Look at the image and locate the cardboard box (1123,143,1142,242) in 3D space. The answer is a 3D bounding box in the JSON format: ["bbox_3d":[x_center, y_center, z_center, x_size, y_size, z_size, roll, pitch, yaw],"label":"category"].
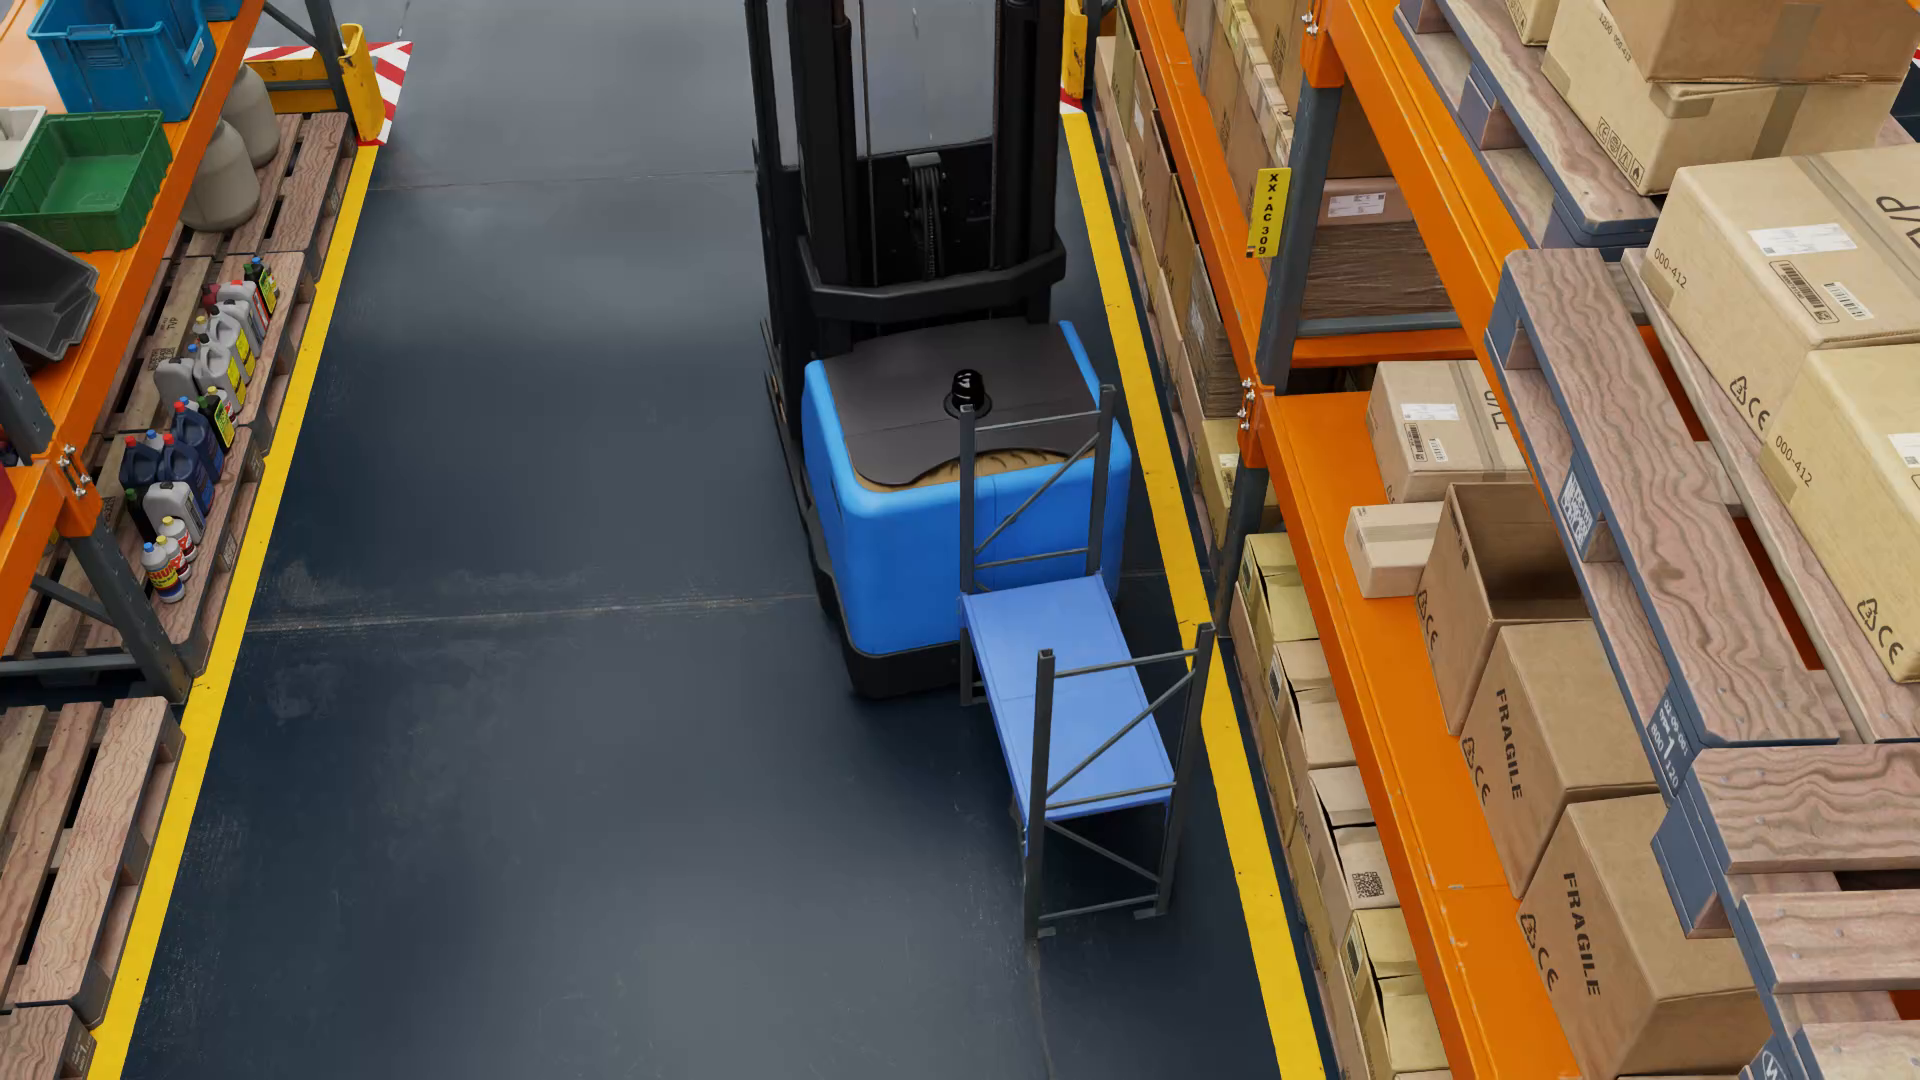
[{"bbox_3d":[1.077,-1.683,8.019,0.500,0.250,0.500,-3,47,-3],"label":"cardboard box"}]

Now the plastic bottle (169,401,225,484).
[{"bbox_3d":[-3.105,-0.403,6.723,0.144,0.351,0.185,-5,47,-5],"label":"plastic bottle"}]

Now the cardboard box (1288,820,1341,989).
[{"bbox_3d":[1.376,1.138,5.348,0.500,0.250,0.500,-5,47,-5],"label":"cardboard box"}]

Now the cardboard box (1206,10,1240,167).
[{"bbox_3d":[1.369,-1.814,6.470,0.700,0.500,0.500,-3,47,-3],"label":"cardboard box"}]

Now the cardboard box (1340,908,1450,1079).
[{"bbox_3d":[1.418,1.320,4.789,0.500,0.311,0.500,-2,47,-2],"label":"cardboard box"}]

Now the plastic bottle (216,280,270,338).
[{"bbox_3d":[-3.185,-1.039,7.378,0.152,0.276,0.135,-3,47,-3],"label":"plastic bottle"}]

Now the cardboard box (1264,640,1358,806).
[{"bbox_3d":[1.324,0.570,5.499,0.500,0.311,0.500,-4,47,-4],"label":"cardboard box"}]

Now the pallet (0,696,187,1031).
[{"bbox_3d":[-3.331,1.108,5.691,1.003,0.211,1.213,-3,47,-3],"label":"pallet"}]

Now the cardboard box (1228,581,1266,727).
[{"bbox_3d":[1.288,0.393,6.053,0.500,0.250,0.500,-5,47,-4],"label":"cardboard box"}]

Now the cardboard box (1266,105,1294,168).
[{"bbox_3d":[1.246,-1.335,5.569,0.380,0.149,0.250,-4,47,-4],"label":"cardboard box"}]

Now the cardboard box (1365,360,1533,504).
[{"bbox_3d":[1.586,-0.310,5.217,0.500,0.250,0.500,-1,47,-1],"label":"cardboard box"}]

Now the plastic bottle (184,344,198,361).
[{"bbox_3d":[-3.273,-0.754,7.159,0.097,0.201,0.097,0,47,0],"label":"plastic bottle"}]

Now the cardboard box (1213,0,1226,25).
[{"bbox_3d":[1.160,-2.075,6.270,0.380,0.149,0.250,-2,47,-2],"label":"cardboard box"}]

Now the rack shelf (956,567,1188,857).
[{"bbox_3d":[0.353,0.552,5.579,0.538,0.185,1.000,-9,47,-8],"label":"rack shelf"}]

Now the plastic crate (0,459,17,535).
[{"bbox_3d":[-3.090,-0.107,4.878,0.402,0.464,0.583,-3,47,-3],"label":"plastic crate"}]

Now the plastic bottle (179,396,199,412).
[{"bbox_3d":[-3.154,-0.479,6.851,0.097,0.271,0.097,0,47,0],"label":"plastic bottle"}]

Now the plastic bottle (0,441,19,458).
[{"bbox_3d":[-3.847,-0.336,6.707,0.061,0.283,0.133,-1,47,-1],"label":"plastic bottle"}]

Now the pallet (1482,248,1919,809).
[{"bbox_3d":[1.594,-0.082,2.962,1.003,0.211,1.213,-2,47,-1],"label":"pallet"}]

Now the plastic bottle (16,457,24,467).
[{"bbox_3d":[-3.647,-0.246,6.626,0.152,0.276,0.135,-3,47,-3],"label":"plastic bottle"}]

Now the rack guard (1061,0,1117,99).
[{"bbox_3d":[1.164,-2.767,9.162,1.175,0.500,0.348,-3,47,-3],"label":"rack guard"}]

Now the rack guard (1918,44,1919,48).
[{"bbox_3d":[6.109,-2.998,9.382,1.175,0.500,0.348,-3,47,-3],"label":"rack guard"}]

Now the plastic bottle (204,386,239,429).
[{"bbox_3d":[-3.105,-0.557,6.973,0.097,0.201,0.097,0,47,0],"label":"plastic bottle"}]

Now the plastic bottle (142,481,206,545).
[{"bbox_3d":[-3.079,-0.121,6.508,0.152,0.276,0.135,-2,47,-2],"label":"plastic bottle"}]

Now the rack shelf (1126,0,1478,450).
[{"bbox_3d":[1.334,-1.914,7.129,1.077,0.370,4.000,-3,47,-3],"label":"rack shelf"}]

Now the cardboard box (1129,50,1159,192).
[{"bbox_3d":[1.088,-1.941,7.747,0.500,0.500,0.500,-3,47,-3],"label":"cardboard box"}]

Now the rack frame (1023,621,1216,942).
[{"bbox_3d":[0.460,0.789,5.106,0.500,1.500,0.032,-9,47,-8],"label":"rack frame"}]

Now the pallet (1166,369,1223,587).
[{"bbox_3d":[1.476,-0.334,7.057,1.003,0.211,1.213,-3,47,-3],"label":"pallet"}]

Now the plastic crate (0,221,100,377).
[{"bbox_3d":[-3.352,-0.782,5.604,0.767,0.338,0.504,-3,47,-3],"label":"plastic crate"}]

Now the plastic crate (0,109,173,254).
[{"bbox_3d":[-3.267,-1.343,6.238,0.450,0.188,0.662,-3,47,-3],"label":"plastic crate"}]

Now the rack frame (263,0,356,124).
[{"bbox_3d":[-3.770,-3.310,7.956,1.000,3.000,0.127,-3,47,-3],"label":"rack frame"}]

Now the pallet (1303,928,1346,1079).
[{"bbox_3d":[1.707,1.659,5.169,1.003,0.211,1.213,-3,47,-3],"label":"pallet"}]

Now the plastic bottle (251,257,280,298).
[{"bbox_3d":[-3.179,-1.197,7.579,0.097,0.201,0.097,0,47,0],"label":"plastic bottle"}]

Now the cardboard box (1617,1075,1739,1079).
[{"bbox_3d":[1.673,1.346,3.718,0.380,0.149,0.250,0,47,0],"label":"cardboard box"}]

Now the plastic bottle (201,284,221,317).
[{"bbox_3d":[-3.291,-1.035,7.368,0.061,0.283,0.133,-3,47,-3],"label":"plastic bottle"}]

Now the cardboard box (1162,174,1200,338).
[{"bbox_3d":[1.169,-1.218,7.062,0.500,0.500,0.500,-3,47,-3],"label":"cardboard box"}]

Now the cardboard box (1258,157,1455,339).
[{"bbox_3d":[1.458,-1.070,5.765,0.700,0.500,0.500,-5,47,-4],"label":"cardboard box"}]

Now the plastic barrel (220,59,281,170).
[{"bbox_3d":[-3.639,-2.128,8.260,0.421,0.512,0.421,0,47,0],"label":"plastic barrel"}]

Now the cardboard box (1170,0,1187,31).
[{"bbox_3d":[1.277,-2.565,7.181,0.700,0.500,0.500,-3,47,-3],"label":"cardboard box"}]

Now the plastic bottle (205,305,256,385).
[{"bbox_3d":[-3.156,-0.845,7.142,0.144,0.351,0.185,-2,47,-2],"label":"plastic bottle"}]

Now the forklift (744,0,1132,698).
[{"bbox_3d":[-0.243,-1.508,6.296,1.130,2.935,3.031,-10,47,-10],"label":"forklift"}]

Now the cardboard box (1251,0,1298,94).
[{"bbox_3d":[1.414,-1.881,5.640,0.700,0.500,0.500,-4,47,-3],"label":"cardboard box"}]

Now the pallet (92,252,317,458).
[{"bbox_3d":[-3.555,-0.831,7.528,1.003,0.211,1.213,-3,47,-3],"label":"pallet"}]

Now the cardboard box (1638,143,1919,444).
[{"bbox_3d":[1.600,-0.452,2.997,0.500,0.250,0.500,-7,47,-7],"label":"cardboard box"}]

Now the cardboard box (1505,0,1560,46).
[{"bbox_3d":[1.543,-1.393,3.888,0.500,0.250,0.500,1,47,1],"label":"cardboard box"}]

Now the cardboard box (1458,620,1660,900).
[{"bbox_3d":[1.635,0.551,4.230,0.500,0.500,0.500,-3,47,-3],"label":"cardboard box"}]

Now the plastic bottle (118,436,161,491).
[{"bbox_3d":[-3.233,-0.257,6.586,0.144,0.351,0.185,-3,47,-3],"label":"plastic bottle"}]

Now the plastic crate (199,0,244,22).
[{"bbox_3d":[-3.381,-2.445,7.239,0.499,0.251,0.408,-3,47,-3],"label":"plastic crate"}]

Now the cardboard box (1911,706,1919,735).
[{"bbox_3d":[1.680,0.352,2.235,0.500,0.250,0.500,-2,47,-2],"label":"cardboard box"}]

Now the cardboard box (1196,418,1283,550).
[{"bbox_3d":[1.245,-0.236,6.649,0.500,0.250,0.500,-3,47,-3],"label":"cardboard box"}]

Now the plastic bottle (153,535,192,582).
[{"bbox_3d":[-3.033,0.064,6.384,0.097,0.201,0.097,0,47,0],"label":"plastic bottle"}]

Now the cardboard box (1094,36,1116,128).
[{"bbox_3d":[0.990,-2.406,8.704,0.500,0.250,0.500,-3,47,-3],"label":"cardboard box"}]

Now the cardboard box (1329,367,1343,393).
[{"bbox_3d":[1.725,-0.887,6.749,0.500,0.500,0.500,-3,47,-3],"label":"cardboard box"}]

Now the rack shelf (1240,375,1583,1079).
[{"bbox_3d":[1.669,0.980,4.388,1.077,0.370,4.000,-3,47,-3],"label":"rack shelf"}]

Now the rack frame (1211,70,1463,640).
[{"bbox_3d":[1.501,-0.715,5.498,1.000,3.000,0.127,-3,47,-3],"label":"rack frame"}]

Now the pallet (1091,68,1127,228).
[{"bbox_3d":[1.272,-2.099,8.729,1.003,0.211,1.213,-3,47,-3],"label":"pallet"}]

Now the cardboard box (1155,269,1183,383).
[{"bbox_3d":[1.156,-0.959,7.333,0.500,0.250,0.500,-3,47,-3],"label":"cardboard box"}]

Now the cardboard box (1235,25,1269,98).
[{"bbox_3d":[1.199,-1.714,5.928,0.380,0.149,0.250,-4,47,-3],"label":"cardboard box"}]

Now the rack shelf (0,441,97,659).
[{"bbox_3d":[-3.268,1.278,4.106,1.077,0.370,4.000,-3,47,-3],"label":"rack shelf"}]

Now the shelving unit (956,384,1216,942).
[{"bbox_3d":[0.353,0.428,5.448,0.538,1.500,1.048,-9,47,-8],"label":"shelving unit"}]
